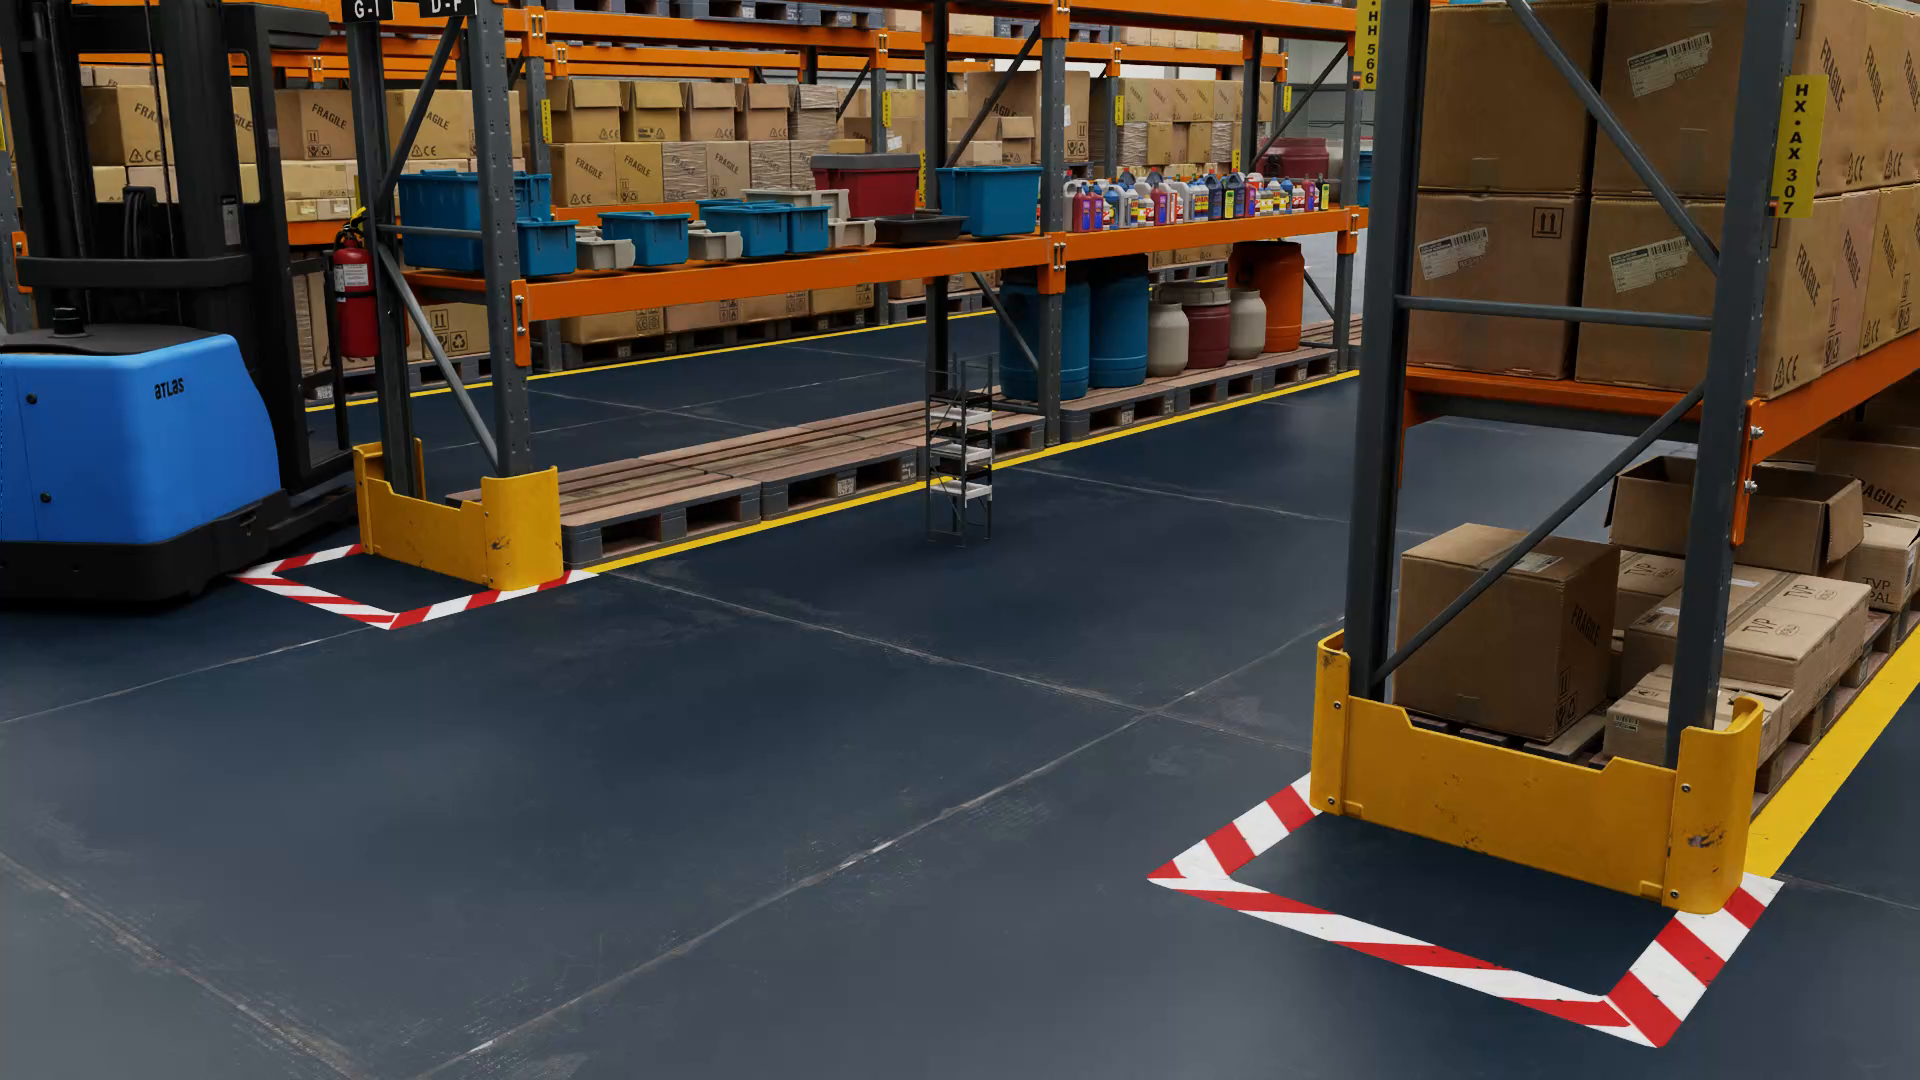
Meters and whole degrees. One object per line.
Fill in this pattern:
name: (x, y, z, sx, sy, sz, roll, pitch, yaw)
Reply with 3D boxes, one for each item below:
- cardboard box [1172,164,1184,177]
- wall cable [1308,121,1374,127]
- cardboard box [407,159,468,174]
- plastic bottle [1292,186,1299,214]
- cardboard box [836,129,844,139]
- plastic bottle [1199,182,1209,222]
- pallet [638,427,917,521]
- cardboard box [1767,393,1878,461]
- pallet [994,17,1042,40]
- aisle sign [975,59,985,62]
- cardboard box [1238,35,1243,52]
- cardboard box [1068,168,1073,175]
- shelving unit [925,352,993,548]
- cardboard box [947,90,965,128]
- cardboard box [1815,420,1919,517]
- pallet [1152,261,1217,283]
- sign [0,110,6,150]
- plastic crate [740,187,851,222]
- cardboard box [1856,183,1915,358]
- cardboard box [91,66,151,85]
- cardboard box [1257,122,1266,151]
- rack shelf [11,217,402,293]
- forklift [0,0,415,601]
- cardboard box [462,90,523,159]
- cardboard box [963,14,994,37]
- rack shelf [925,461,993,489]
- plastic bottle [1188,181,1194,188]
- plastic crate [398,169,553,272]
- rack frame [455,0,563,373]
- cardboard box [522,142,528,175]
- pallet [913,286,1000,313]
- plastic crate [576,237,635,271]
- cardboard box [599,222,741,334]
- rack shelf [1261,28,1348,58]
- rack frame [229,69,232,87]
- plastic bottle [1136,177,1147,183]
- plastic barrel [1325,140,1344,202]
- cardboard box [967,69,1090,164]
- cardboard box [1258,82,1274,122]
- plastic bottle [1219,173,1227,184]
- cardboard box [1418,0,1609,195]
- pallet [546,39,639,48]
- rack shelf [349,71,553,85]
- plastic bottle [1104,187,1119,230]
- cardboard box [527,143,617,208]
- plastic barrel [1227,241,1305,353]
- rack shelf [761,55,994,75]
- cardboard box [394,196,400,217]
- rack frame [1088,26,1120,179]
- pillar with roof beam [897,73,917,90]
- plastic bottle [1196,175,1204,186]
cardboard box: (2.514, -4.534, 20.387, 0.380, 0.149, 0.250, 11, 18, 38)
wall cable: (12.918, -14.998, 55.192, 3.097, 2.526, 0.112, 11, 18, 38)
cardboard box: (-4.046, -2.732, 12.487, 0.500, 0.250, 0.500, 12, 19, 39)
plastic bottle: (2.502, -2.563, 12.524, 0.097, 0.201, 0.097, 0, 14, 0)
cardboard box: (-1.865, -5.459, 23.213, 0.875, 0.550, 0.550, 11, 18, 38)
plastic bottle: (1.673, -2.345, 11.522, 0.097, 0.271, 0.097, 0, 14, 0)
pallet: (-0.995, -0.386, 9.214, 1.003, 0.211, 1.213, 11, 18, 38)
cardboard box: (4.141, -0.492, 8.152, 0.500, 0.500, 0.500, 11, 18, 37)
pallet: (0.258, -5.480, 17.890, 1.213, 0.211, 1.003, 11, 18, 38)
aisle sign: (0.376, -7.198, 25.084, 0.394, 0.787, 0.004, 11, 18, 38)
cardboard box: (3.476, -6.337, 21.189, 0.500, 0.250, 0.500, 11, 18, 38)
cardboard box: (1.285, -4.383, 19.792, 0.380, 0.149, 0.250, 11, 18, 38)
shelving unit: (-0.005, -0.435, 8.006, 0.258, 0.900, 0.210, 11, 18, 38)
cardboard box: (-0.439, -6.382, 24.655, 0.875, 0.550, 0.550, 11, 18, 38)
cardboard box: (3.916, -0.201, 7.003, 0.500, 0.500, 0.500, 11, 18, 38)
pallet: (2.540, -3.435, 21.215, 1.003, 0.211, 1.213, 11, 18, 38)
sign: (-5.736, -2.490, 9.915, 0.100, 0.325, 0.005, 11, 18, 38)
plastic crate: (-0.900, -1.827, 9.341, 0.437, 0.282, 0.530, 11, 18, 38)
cardboard box: (2.661, -0.874, 5.267, 0.500, 0.500, 0.500, 11, 18, 37)
cardboard box: (-7.850, -4.118, 15.403, 0.500, 0.500, 0.500, 11, 18, 36)
cardboard box: (3.526, -5.275, 21.989, 0.875, 0.500, 0.500, 11, 18, 38)
rack shelf: (-4.906, -2.154, 11.970, 1.077, 0.370, 4.000, 11, 18, 38)
forklift: (-3.654, -1.480, 7.996, 1.130, 2.935, 3.031, 1, 14, 5)
cardboard box: (-3.730, -3.191, 12.770, 0.500, 0.500, 0.500, 12, 19, 39)
cardboard box: (-0.003, -5.282, 17.033, 0.500, 0.250, 0.500, 12, 18, 39)
rack shelf: (-0.005, -0.315, 8.036, 0.258, 0.077, 0.200, 11, 18, 38)
plastic bottle: (1.622, -2.386, 11.683, 0.097, 0.271, 0.097, 0, 14, 0)
plastic crate: (-2.246, -1.492, 7.711, 0.616, 0.435, 0.499, 11, 18, 38)
rack frame: (-3.649, -2.886, 13.389, 1.000, 3.000, 0.127, 11, 18, 38)
cardboard box: (-3.568, -3.066, 13.896, 0.500, 0.500, 0.500, 11, 18, 38)
pallet: (0.124, -2.682, 18.252, 1.003, 0.211, 1.213, 11, 18, 38)
plastic crate: (-1.634, -1.299, 7.559, 0.250, 0.136, 0.298, 11, 18, 38)
cardboard box: (-2.702, -2.356, 14.768, 1.225, 0.875, 0.875, 10, 18, 36)
rack shelf: (3.974, -4.373, 14.615, 1.077, 0.370, 4.000, 11, 18, 38)
rack frame: (-7.444, -3.672, 16.487, 1.000, 3.000, 0.127, 11, 18, 38)
plastic bottle: (1.322, -2.527, 12.228, 0.152, 0.276, 0.135, 11, 18, 38)
plastic barrel: (3.197, -3.169, 14.280, 0.421, 0.512, 0.421, 0, 14, 0)
cardboard box: (0.770, -4.781, 18.781, 1.000, 1.000, 1.000, 11, 18, 38)
cardboard box: (3.739, -5.717, 21.699, 0.500, 0.500, 0.500, 11, 18, 38)
plastic bottle: (2.099, -2.772, 13.204, 0.097, 0.271, 0.097, 0, 14, 0)
cardboard box: (1.605, -1.247, 4.704, 0.500, 0.500, 0.500, 11, 18, 37)
pallet: (-4.566, -5.932, 19.674, 1.213, 0.211, 1.003, 12, 19, 40)
rack shelf: (-8.935, -8.207, 29.705, 1.077, 0.370, 4.000, 11, 18, 38)
plastic bottle: (0.969, -2.130, 10.677, 0.097, 0.271, 0.097, 0, 14, 0)
cardboard box: (-3.166, -2.983, 13.572, 0.500, 0.500, 0.500, 11, 18, 38)
plastic barrel: (2.423, -1.940, 13.224, 0.600, 0.830, 0.708, 11, 18, 38)
rack shelf: (-1.159, -6.693, 23.745, 1.077, 0.370, 4.000, 11, 18, 38)
cardboard box: (-4.233, -2.458, 12.215, 0.380, 0.149, 0.250, 12, 18, 39)
rack frame: (1.379, -4.418, 19.420, 1.000, 3.000, 0.127, 11, 18, 38)
pillar with roof beam: (2.073, -12.030, 37.203, 9.100, 9.000, 0.400, 11, 18, 38)
plastic bottle: (1.856, -2.674, 12.818, 0.097, 0.271, 0.097, 0, 14, 0)
